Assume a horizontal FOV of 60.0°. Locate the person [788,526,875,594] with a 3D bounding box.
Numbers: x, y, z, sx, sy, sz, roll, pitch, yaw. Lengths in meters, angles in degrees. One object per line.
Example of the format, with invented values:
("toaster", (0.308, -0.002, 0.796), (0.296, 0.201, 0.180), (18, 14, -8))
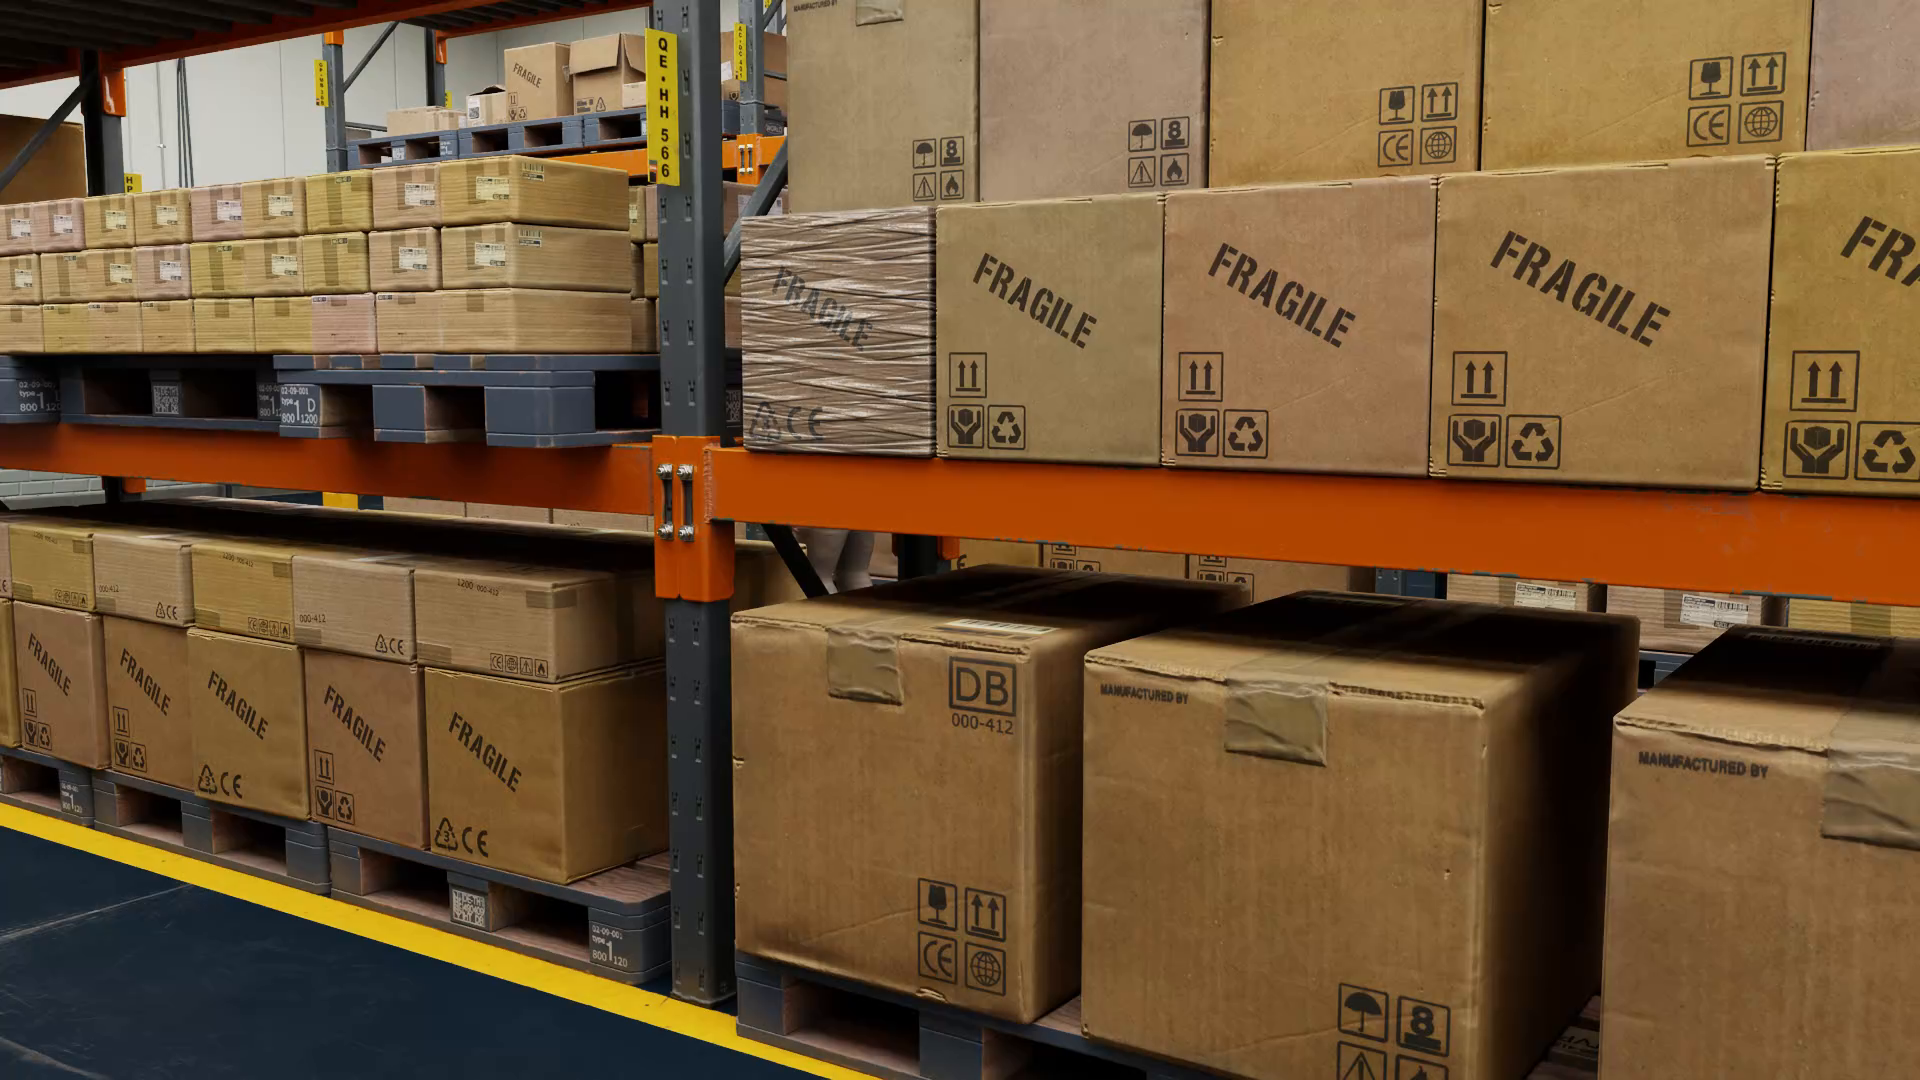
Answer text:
("person", (-0.590, -0.202, 7.673), (0.380, 1.728, 0.603), (4, 7, 31))
